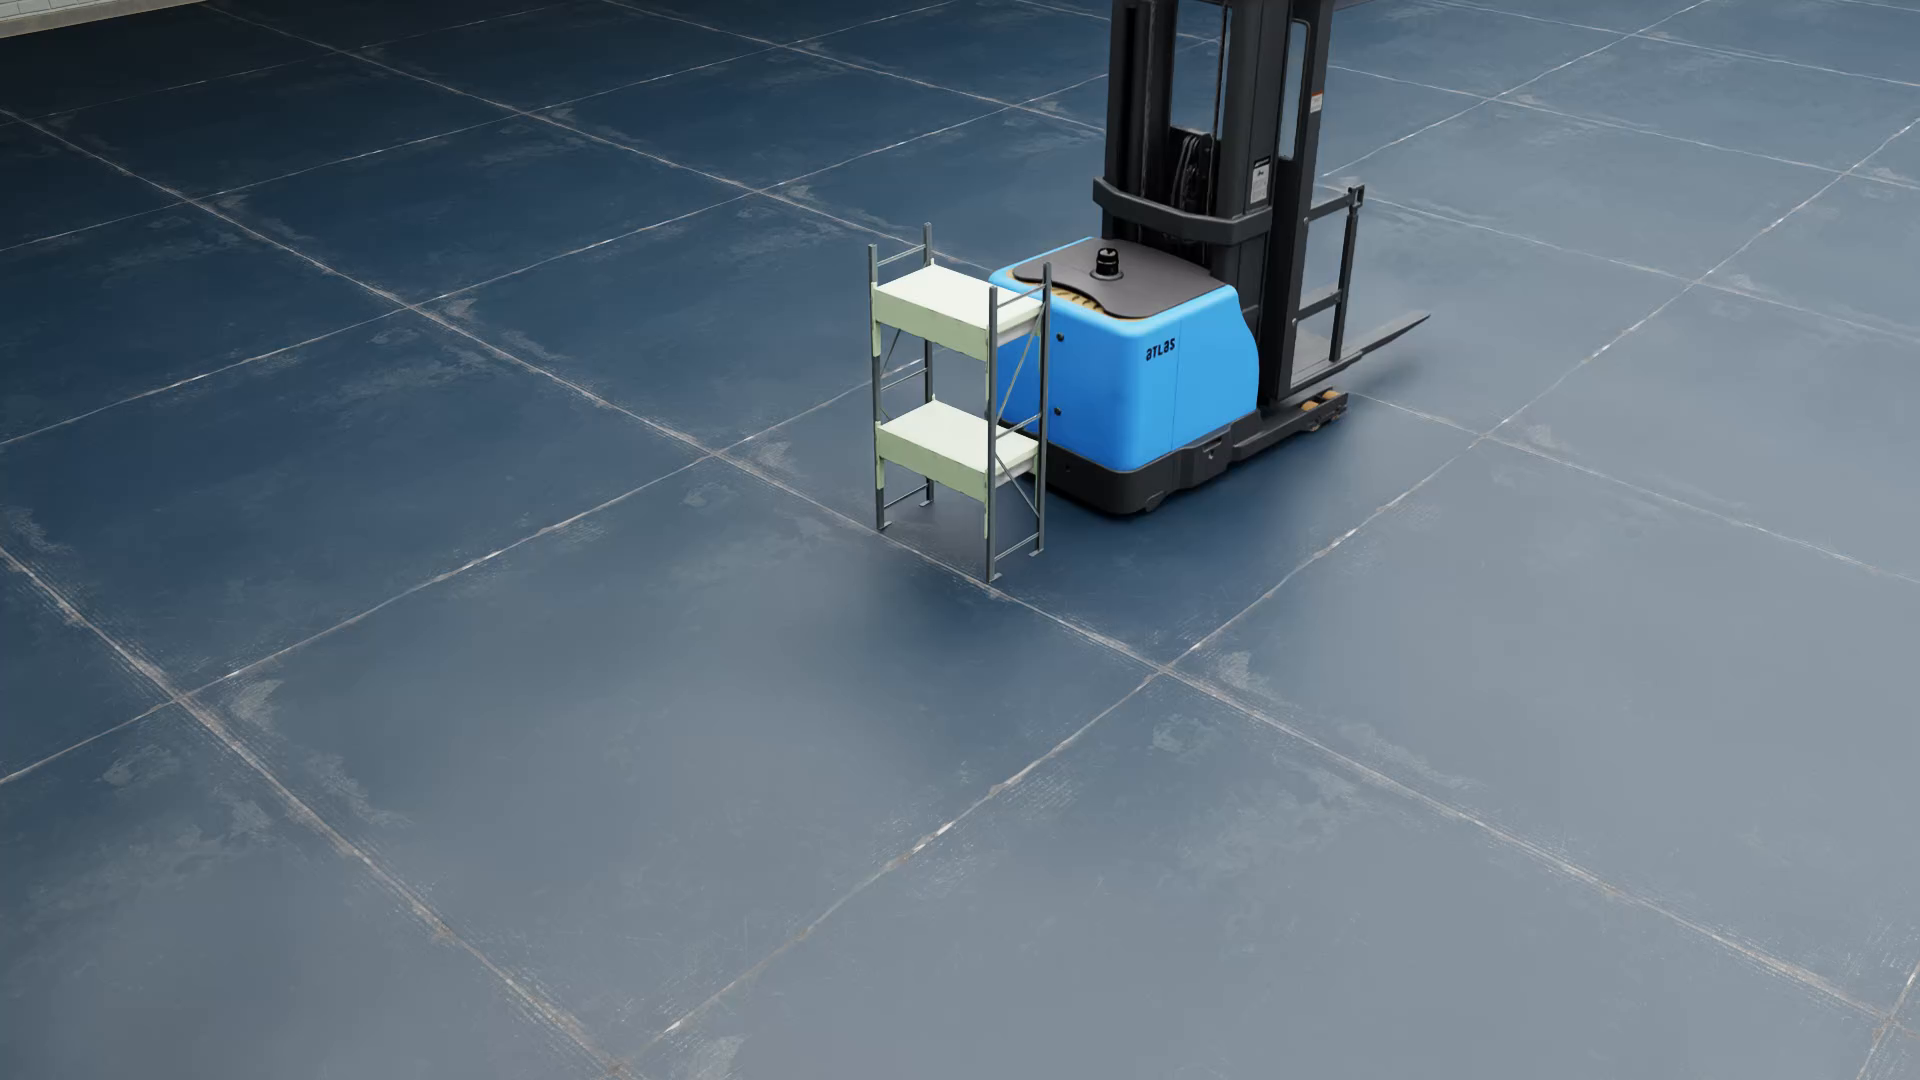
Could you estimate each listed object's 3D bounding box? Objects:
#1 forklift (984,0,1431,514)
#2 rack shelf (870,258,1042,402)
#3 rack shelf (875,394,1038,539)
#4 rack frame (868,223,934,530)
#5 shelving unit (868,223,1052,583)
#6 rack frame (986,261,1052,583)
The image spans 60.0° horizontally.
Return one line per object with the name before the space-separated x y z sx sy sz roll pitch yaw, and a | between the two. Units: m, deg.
forklift | 1.541 -2.033 8.785 3.031 2.935 1.130 -26 40 -36
rack shelf | -0.005 -0.979 7.666 0.720 0.370 0.431 25 39 35
rack shelf | -0.005 -0.366 8.035 0.720 0.370 0.431 25 39 35
rack frame | -0.276 -0.772 8.077 0.023 1.500 0.400 25 39 35
shelving unit | -0.005 -0.645 7.867 0.755 1.500 0.431 25 39 35
rack frame | 0.266 -0.518 7.657 0.023 1.500 0.400 25 39 35
